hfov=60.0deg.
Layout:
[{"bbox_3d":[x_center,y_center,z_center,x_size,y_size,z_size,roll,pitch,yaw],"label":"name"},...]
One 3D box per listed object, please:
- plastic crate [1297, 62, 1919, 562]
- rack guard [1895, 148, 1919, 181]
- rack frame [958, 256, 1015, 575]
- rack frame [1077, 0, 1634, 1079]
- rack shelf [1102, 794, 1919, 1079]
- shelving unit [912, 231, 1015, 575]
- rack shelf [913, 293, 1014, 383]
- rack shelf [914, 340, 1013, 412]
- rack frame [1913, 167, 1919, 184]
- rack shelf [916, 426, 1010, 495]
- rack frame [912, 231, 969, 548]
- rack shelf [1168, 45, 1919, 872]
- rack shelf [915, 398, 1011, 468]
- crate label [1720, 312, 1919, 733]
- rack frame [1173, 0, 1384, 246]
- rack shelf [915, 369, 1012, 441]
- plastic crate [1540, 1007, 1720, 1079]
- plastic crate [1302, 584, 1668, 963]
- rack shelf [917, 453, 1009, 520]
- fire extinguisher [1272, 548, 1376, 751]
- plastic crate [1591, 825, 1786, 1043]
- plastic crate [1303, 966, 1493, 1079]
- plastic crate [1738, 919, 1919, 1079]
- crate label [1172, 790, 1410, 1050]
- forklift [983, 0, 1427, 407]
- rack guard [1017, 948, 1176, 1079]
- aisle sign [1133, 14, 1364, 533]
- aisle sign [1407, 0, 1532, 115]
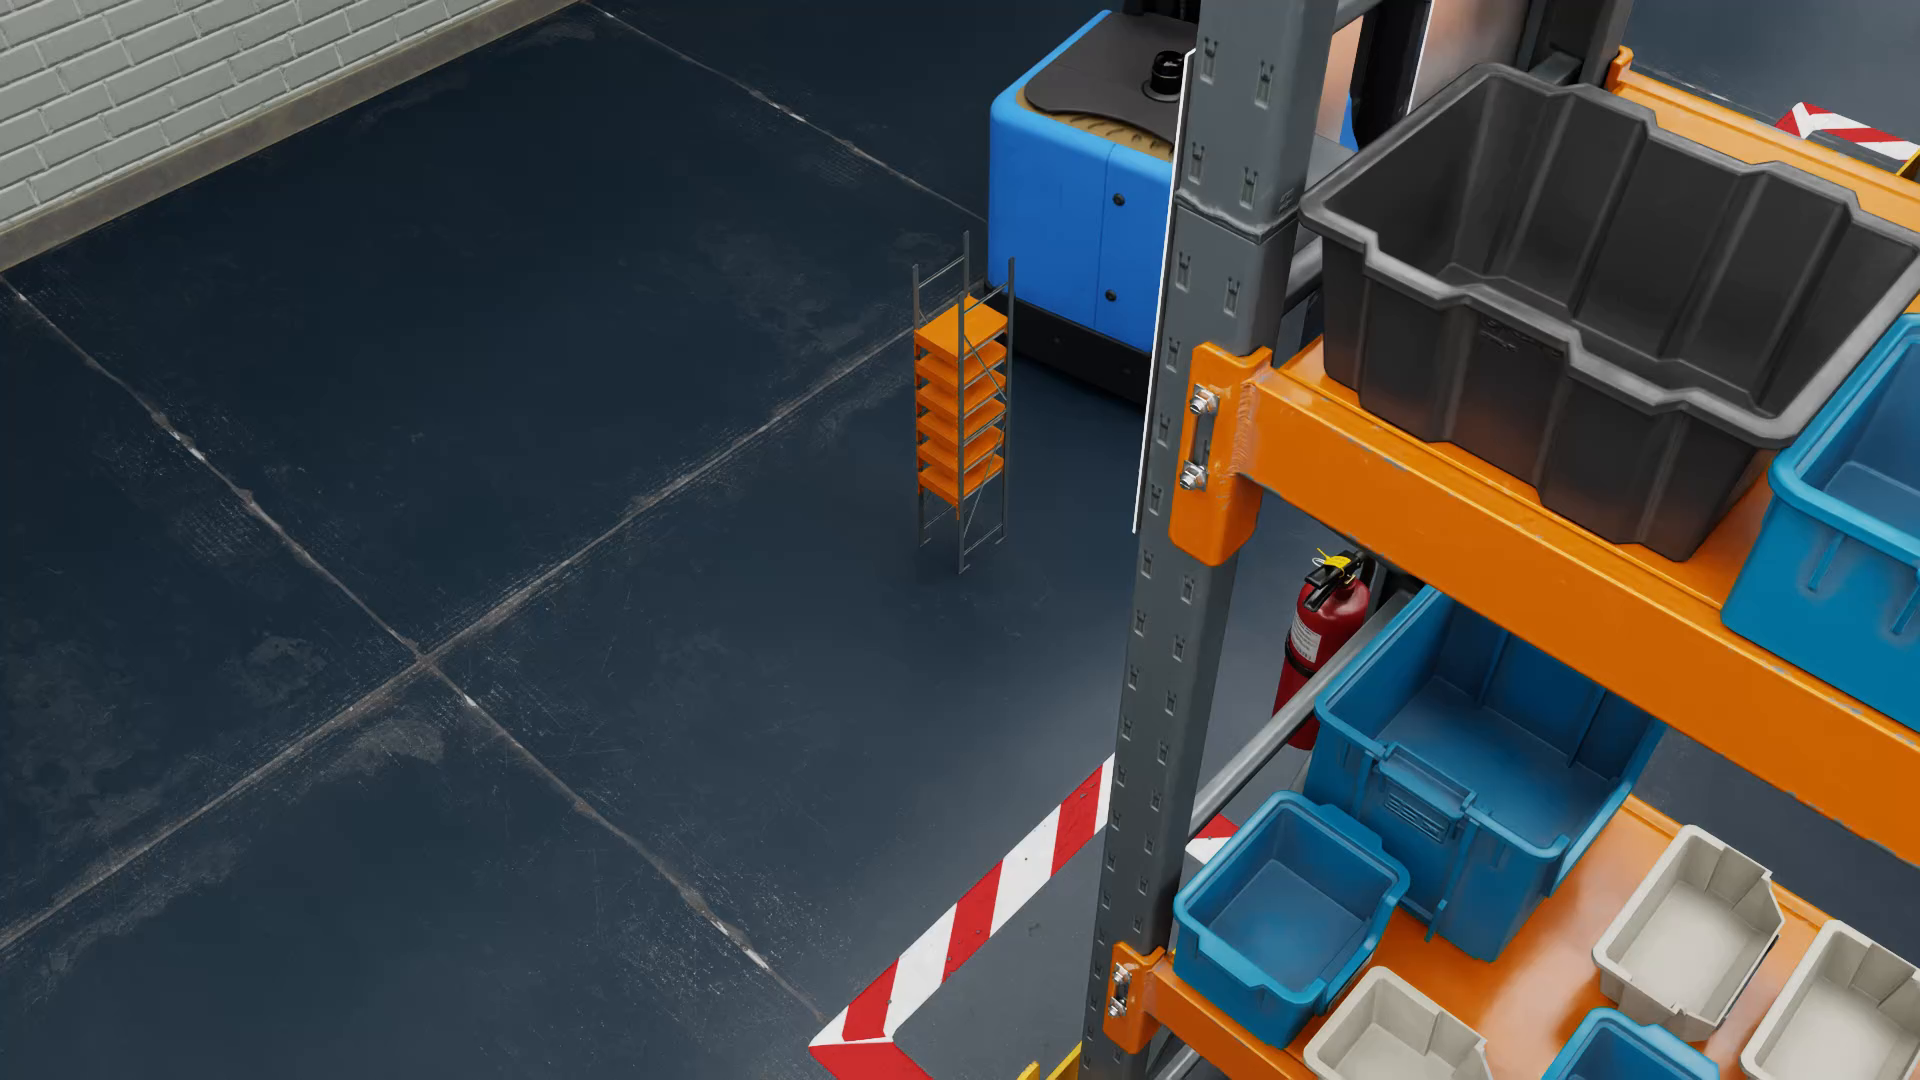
[{"bbox_3d":[0.739,-0.262,1.970,0.590,0.269,0.497,34,55,28],"label":"plastic crate"},{"bbox_3d":[3.986,-1.429,6.749,0.348,0.500,1.175,34,55,28],"label":"rack guard"},{"bbox_3d":[0.078,-0.358,5.263,0.006,1.200,0.240,34,55,28],"label":"rack frame"},{"bbox_3d":[0.645,0.381,3.335,0.127,3.000,1.000,34,55,28],"label":"rack frame"},{"bbox_3d":[2.115,1.616,2.669,4.000,0.370,1.077,34,55,28],"label":"rack shelf"},{"bbox_3d":[0.011,-0.404,5.306,0.189,1.200,0.258,34,55,28],"label":"shelving unit"},{"bbox_3d":[0.011,-0.620,5.076,0.180,0.103,0.258,34,55,28],"label":"rack shelf"},{"bbox_3d":[0.011,-0.537,5.163,0.180,0.103,0.258,34,55,28],"label":"rack shelf"},{"bbox_3d":[4.004,-2.273,5.826,0.127,3.000,1.000,34,55,28],"label":"rack frame"},{"bbox_3d":[0.011,-0.291,5.426,0.180,0.103,0.258,34,55,28],"label":"rack shelf"},{"bbox_3d":[-0.057,-0.449,5.348,0.006,1.200,0.240,34,55,28],"label":"rack frame"},{"bbox_3d":[2.115,0.589,1.575,4.000,0.370,1.077,34,55,28],"label":"rack shelf"},{"bbox_3d":[0.011,-0.373,5.338,0.180,0.103,0.258,34,55,28],"label":"rack shelf"},{"bbox_3d":[1.104,0.034,1.705,0.502,0.251,0.408,34,55,28],"label":"crate label"},{"bbox_3d":[0.645,-1.673,1.148,0.127,3.000,1.000,34,55,28],"label":"rack frame"},{"bbox_3d":[0.011,-0.455,5.251,0.180,0.103,0.258,34,55,28],"label":"rack shelf"},{"bbox_3d":[1.087,1.041,2.788,0.300,0.233,0.416,34,55,28],"label":"plastic crate"},{"bbox_3d":[1.018,0.413,3.239,0.499,0.435,0.616,34,55,28],"label":"plastic crate"},{"bbox_3d":[0.011,-0.209,5.513,0.180,0.103,0.258,34,55,28],"label":"rack shelf"},{"bbox_3d":[0.842,0.217,3.798,0.183,0.674,0.296,34,55,28],"label":"fire extinguisher"},{"bbox_3d":[1.367,0.757,3.122,0.243,0.136,0.396,34,55,28],"label":"plastic crate"},{"bbox_3d":[0.783,0.952,2.939,0.298,0.136,0.250,34,55,28],"label":"plastic crate"},{"bbox_3d":[1.570,0.908,2.980,0.243,0.136,0.396,34,55,28],"label":"plastic crate"},{"bbox_3d":[0.603,0.716,3.094,0.303,0.233,0.416,34,55,28],"label":"crate label"},{"bbox_3d":[1.333,-2.456,6.045,1.130,2.935,3.031,26,52,23],"label":"forklift"},{"bbox_3d":[0.618,1.231,4.251,0.348,0.500,1.175,34,55,28],"label":"rack guard"},{"bbox_3d":[0.390,-0.386,2.271,0.004,0.787,0.394,34,55,28],"label":"aisle sign"},{"bbox_3d":[0.791,-0.702,2.568,0.004,0.787,0.394,34,55,28],"label":"aisle sign"}]
